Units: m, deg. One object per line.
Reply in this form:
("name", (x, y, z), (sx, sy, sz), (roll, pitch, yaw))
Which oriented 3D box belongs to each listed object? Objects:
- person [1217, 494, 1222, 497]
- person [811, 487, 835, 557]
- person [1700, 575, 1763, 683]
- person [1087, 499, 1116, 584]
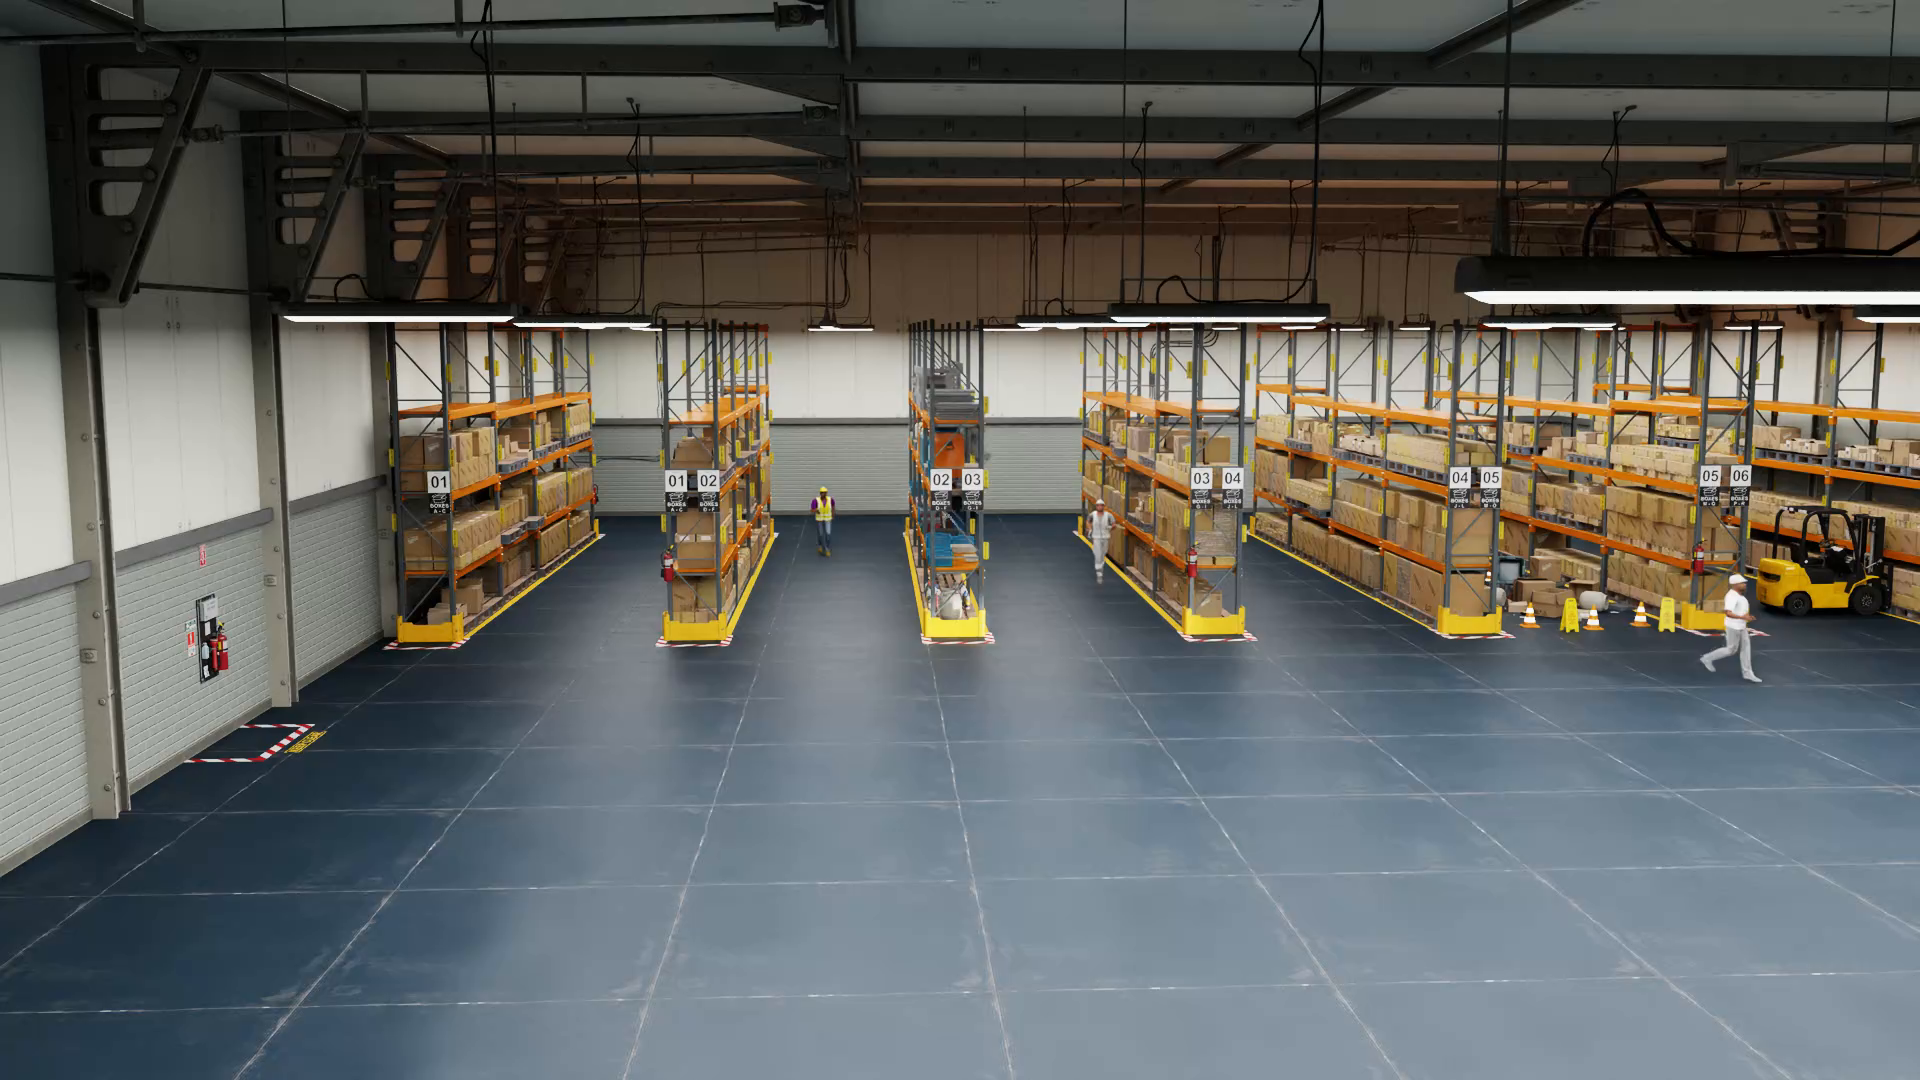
("person", (7.168, -0.913, 47.477), (0.585, 1.591, 0.715), (5, 8, 33))
("person", (-3.554, -0.482, 43.147), (0.630, 1.810, 0.855), (-1, 7, -6))
("person", (12.831, 1.448, 27.565), (0.963, 1.772, 0.700), (6, 9, 39))
("person", (3.129, 0.005, 36.691), (0.633, 1.815, 0.872), (0, 7, -1))
